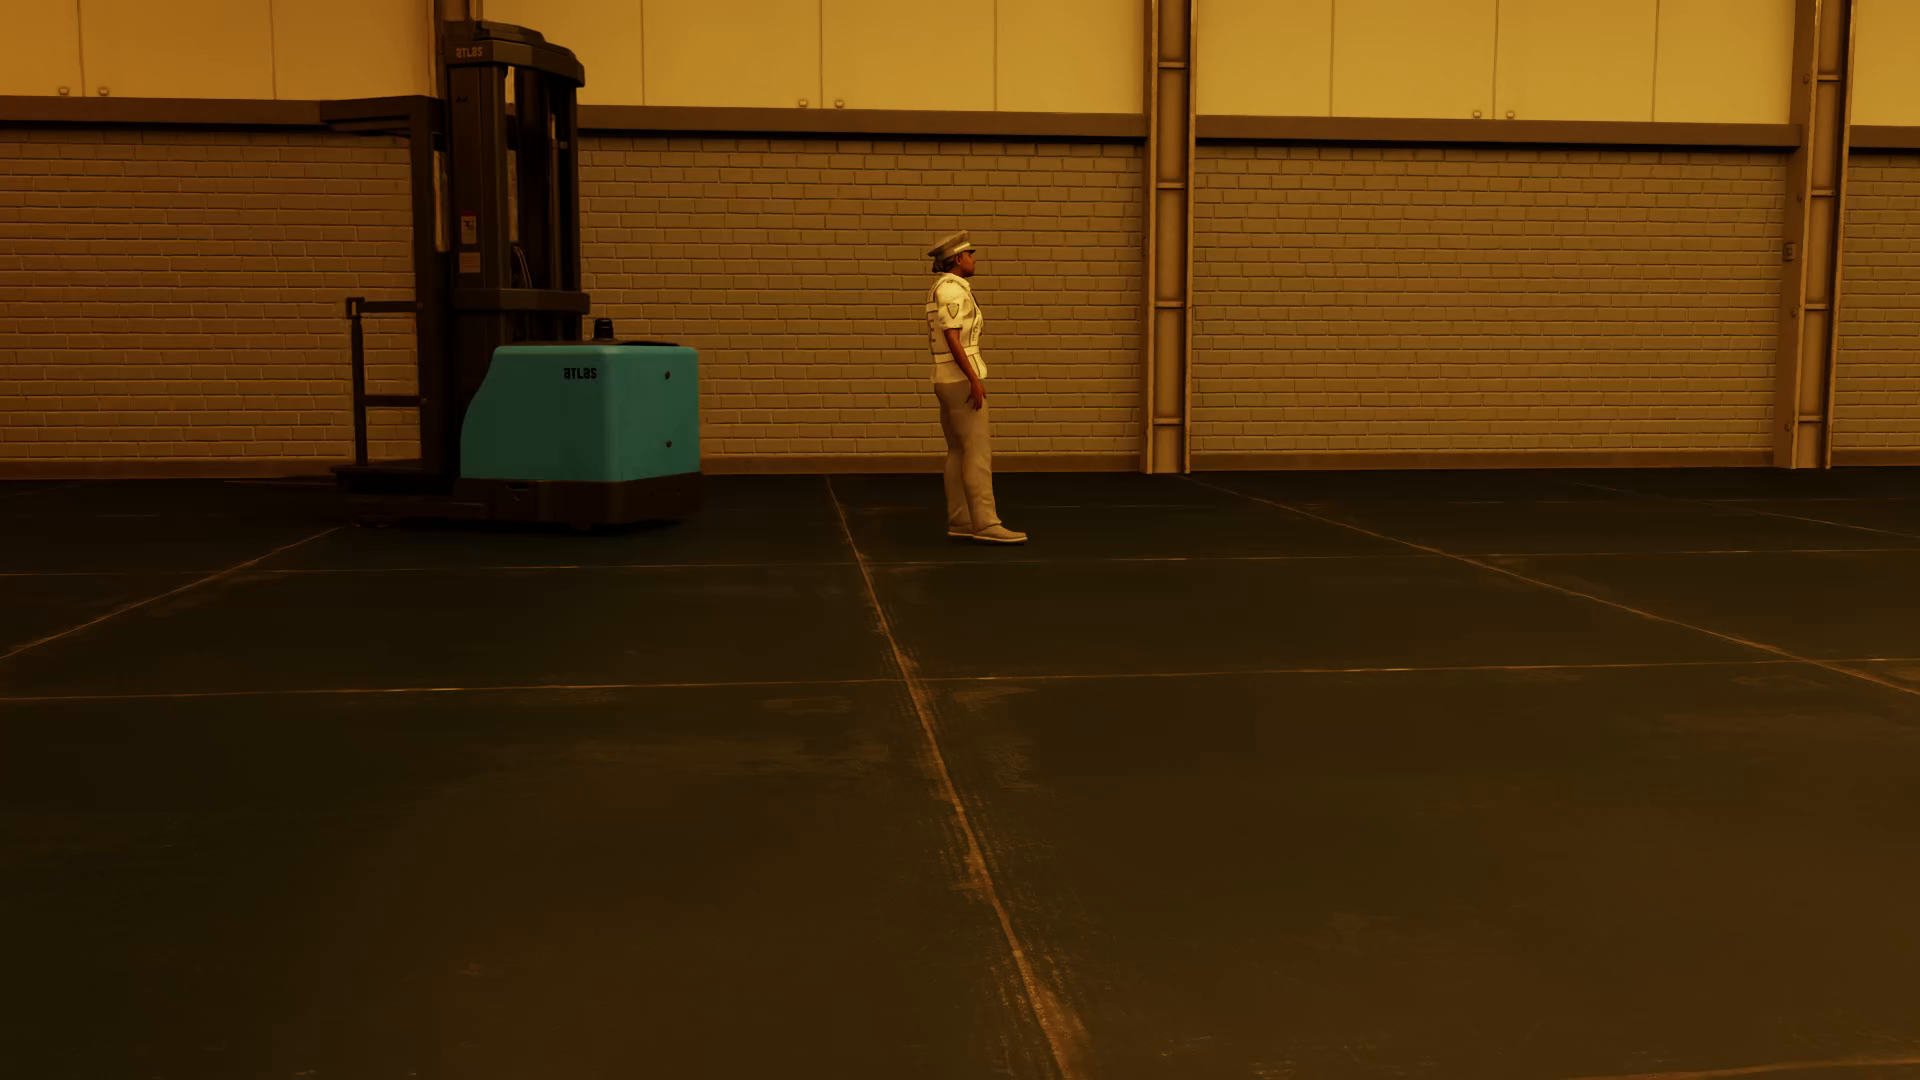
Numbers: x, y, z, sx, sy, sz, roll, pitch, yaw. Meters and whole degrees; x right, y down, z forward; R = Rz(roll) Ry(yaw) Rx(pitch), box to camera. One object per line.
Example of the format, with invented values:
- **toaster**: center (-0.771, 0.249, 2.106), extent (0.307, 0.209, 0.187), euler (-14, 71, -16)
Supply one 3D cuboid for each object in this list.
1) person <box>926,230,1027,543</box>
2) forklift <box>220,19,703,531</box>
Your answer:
- **person**: center (0.076, -0.848, 9.121), extent (0.530, 1.695, 0.569), euler (-1, 6, -6)
- **forklift**: center (-3.154, -1.579, 10.188), extent (3.031, 2.935, 1.130), euler (2, 7, 20)
